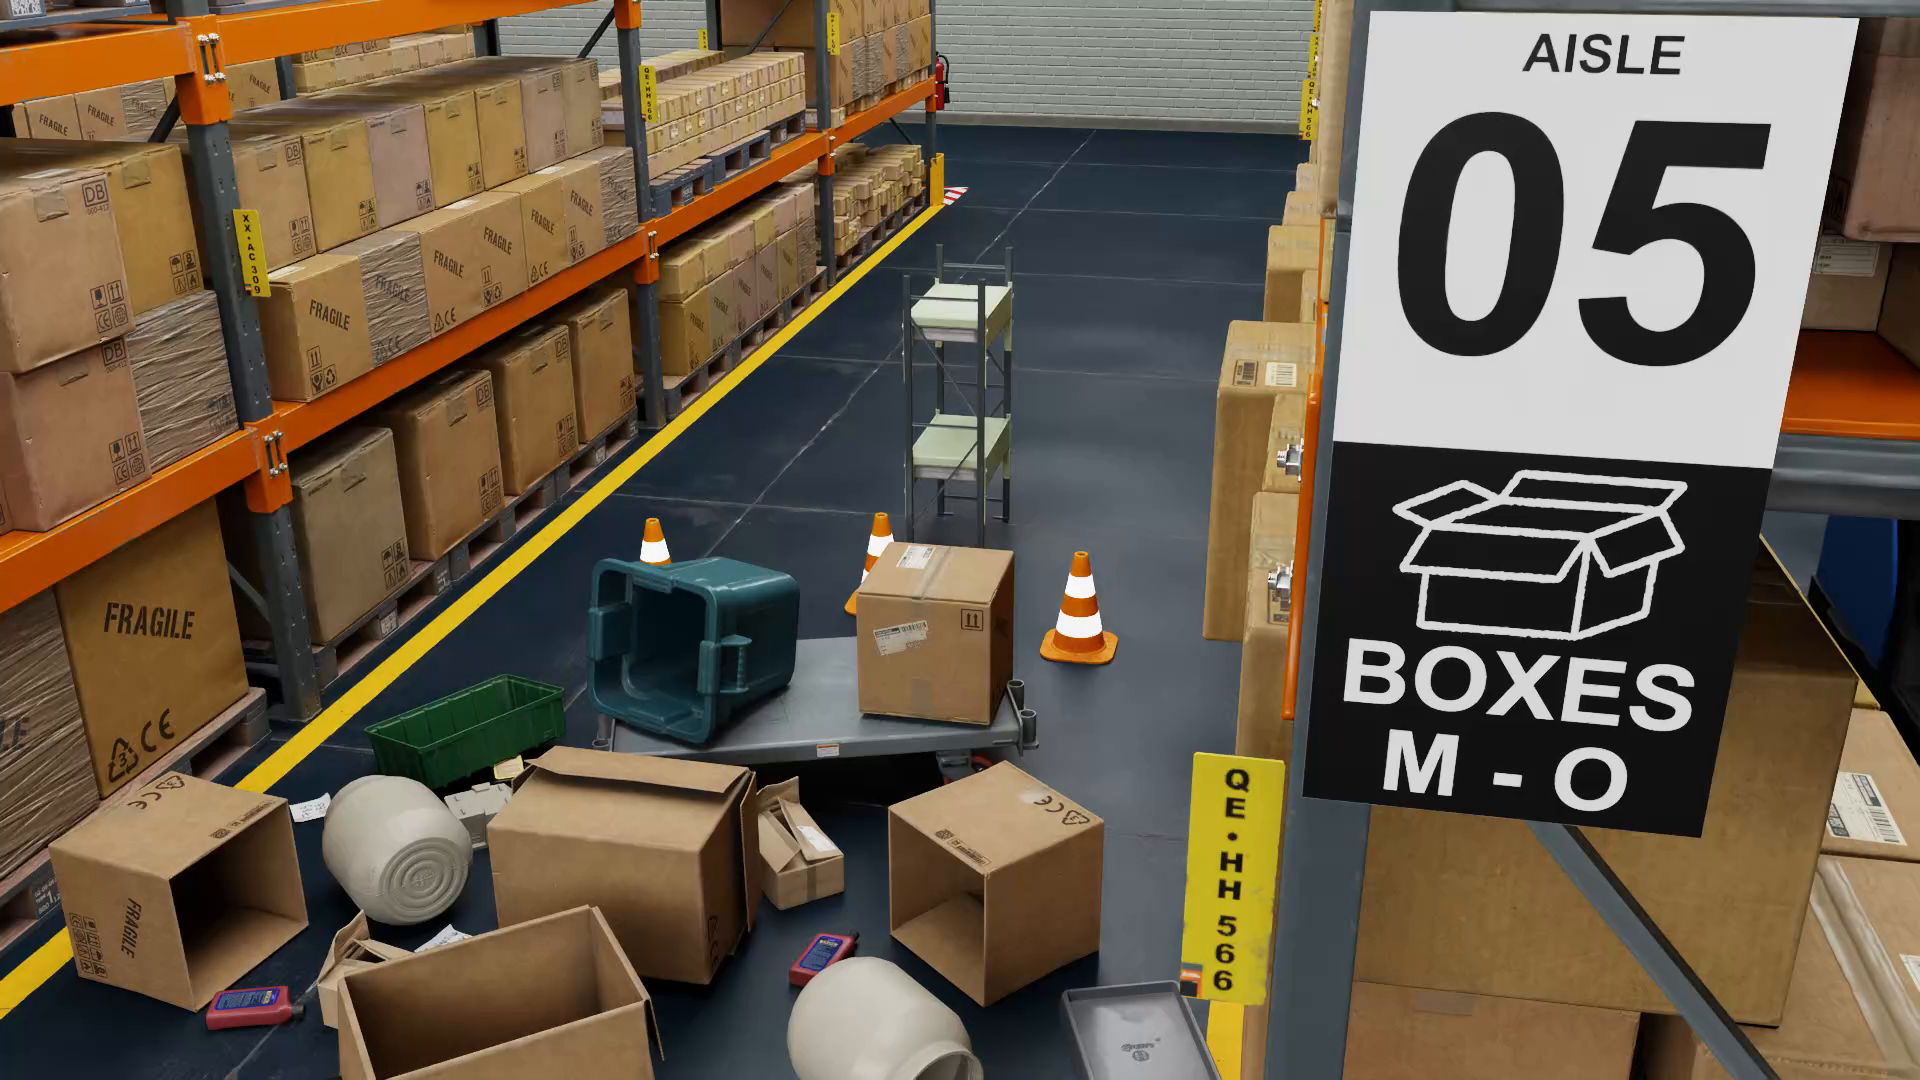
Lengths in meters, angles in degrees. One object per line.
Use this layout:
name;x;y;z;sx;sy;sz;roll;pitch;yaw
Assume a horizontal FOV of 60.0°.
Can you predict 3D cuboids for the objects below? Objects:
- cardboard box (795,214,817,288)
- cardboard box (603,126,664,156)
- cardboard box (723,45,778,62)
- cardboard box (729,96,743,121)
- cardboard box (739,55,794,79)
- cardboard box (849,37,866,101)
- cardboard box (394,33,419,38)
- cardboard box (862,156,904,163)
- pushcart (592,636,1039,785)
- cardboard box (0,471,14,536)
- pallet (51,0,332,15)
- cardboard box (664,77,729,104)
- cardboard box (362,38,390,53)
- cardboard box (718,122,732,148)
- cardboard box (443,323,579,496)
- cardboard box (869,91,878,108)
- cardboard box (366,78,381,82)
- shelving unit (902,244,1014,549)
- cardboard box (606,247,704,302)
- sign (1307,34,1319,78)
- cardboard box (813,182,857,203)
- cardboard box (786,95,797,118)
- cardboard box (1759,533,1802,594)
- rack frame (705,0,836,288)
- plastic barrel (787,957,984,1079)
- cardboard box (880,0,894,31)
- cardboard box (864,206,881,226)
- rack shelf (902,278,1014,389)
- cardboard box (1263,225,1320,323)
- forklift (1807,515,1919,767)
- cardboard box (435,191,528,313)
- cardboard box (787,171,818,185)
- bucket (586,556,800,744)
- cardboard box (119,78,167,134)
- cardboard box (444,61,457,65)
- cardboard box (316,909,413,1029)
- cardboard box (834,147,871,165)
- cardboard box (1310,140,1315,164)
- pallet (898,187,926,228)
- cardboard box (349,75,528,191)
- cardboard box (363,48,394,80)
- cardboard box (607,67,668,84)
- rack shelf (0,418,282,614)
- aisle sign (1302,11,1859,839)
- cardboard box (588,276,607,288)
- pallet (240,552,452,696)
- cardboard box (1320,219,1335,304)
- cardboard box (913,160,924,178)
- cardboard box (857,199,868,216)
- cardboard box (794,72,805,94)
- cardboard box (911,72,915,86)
cardboard box;-1.475;-2.350;13.458;0.500;0.500;0.500;4;22;10
cardboard box;-2.091;-2.520;10.471;0.380;0.149;0.250;5;23;13
cardboard box;-1.748;-3.988;14.208;0.500;0.500;0.500;4;22;11
cardboard box;-1.779;-3.090;11.887;0.380;0.149;0.250;5;23;13
cardboard box;-1.515;-3.699;13.001;0.380;0.149;0.250;4;22;9
cardboard box;-1.129;-4.133;14.568;0.500;0.500;0.500;4;22;11
cardboard box;-6.051;-5.206;17.567;0.500;0.250;0.500;4;22;10
cardboard box;-0.765;-3.722;16.537;0.380;0.149;0.250;4;22;9
pushcart;-0.578;0.722;6.556;1.648;0.377;0.936;-3;22;-8
cardboard box;-3.582;-0.222;5.188;0.875;0.550;0.550;4;22;11
pallet;-3.064;-2.321;6.842;0.805;0.209;1.217;4;22;9
cardboard box;-1.836;-3.131;11.591;0.380;0.149;0.250;5;23;13
cardboard box;-5.848;-4.962;15.958;0.500;0.500;0.500;4;22;9
cardboard box;-1.829;-2.854;11.698;0.380;0.149;0.250;5;22;12
cardboard box;-2.774;-0.758;9.169;1.050;0.750;0.750;5;22;12
cardboard box;-0.971;-4.052;15.237;0.380;0.149;0.250;5;23;13
cardboard box;-5.809;-4.369;16.022;0.380;0.149;0.250;4;22;10
shelving unit;-0.001;-0.693;8.567;0.431;1.500;0.755;4;22;11
cardboard box;-2.009;-1.759;10.986;0.500;0.250;0.500;3;22;8
sign;2.753;-3.745;12.872;0.100;0.325;0.005;4;22;11
cardboard box;-1.149;-3.153;15.125;0.380;0.149;0.250;4;22;10
cardboard box;-1.510;-3.428;13.124;0.380;0.149;0.250;5;22;11
cardboard box;1.517;0.225;3.748;0.500;0.500;0.500;4;22;10
rack frame;-1.570;-3.605;13.790;1.000;3.000;0.127;4;22;11
plastic barrel;-0.213;1.448;4.691;0.421;0.421;0.512;-16;27;-35
cardboard box;-0.909;-4.960;15.283;0.500;0.500;0.500;4;22;9
cardboard box;-0.956;-3.064;15.700;0.380;0.149;0.250;4;22;9
rack shelf;-0.001;-1.055;8.422;0.431;0.370;0.720;4;22;11
cardboard box;1.107;-0.476;4.150;0.700;0.500;0.500;4;22;10
forklift;4.117;-0.345;5.788;1.130;2.935;3.031;5;22;11
cardboard box;-2.521;-1.450;8.306;0.500;0.500;0.500;5;22;12
cardboard box;-1.558;-3.386;15.703;0.380;0.149;0.250;4;22;9
bucket;-0.973;0.360;6.293;0.726;0.611;0.620;13;15;29
cardboard box;-6.548;-3.320;12.947;0.500;0.500;0.500;5;22;11
cardboard box;-5.495;-4.933;17.422;0.380;0.149;0.250;5;22;12
cardboard box;-1.750;1.358;5.126;0.396;0.266;0.258;8;23;20
cardboard box;-1.132;-3.941;17.080;0.380;0.149;0.250;5;22;12
cardboard box;2.516;-2.537;10.670;0.500;0.250;0.500;4;22;10
pallet;-0.970;-3.452;17.143;1.003;0.211;1.213;4;22;11
cardboard box;-2.692;-2.116;8.620;0.700;0.500;0.500;4;22;10
cardboard box;-5.846;-4.612;16.092;0.500;0.250;0.500;5;22;12
cardboard box;-2.364;-3.377;12.202;0.380;0.149;0.250;5;23;13
rack shelf;-3.611;0.386;4.843;1.077;0.370;4.000;4;22;11
aisle sign;0.551;-0.081;1.560;0.394;0.787;0.004;4;22;11
cardboard box;-2.504;-1.795;11.076;0.500;0.250;0.500;4;22;10
pallet;-3.119;0.326;7.761;1.003;0.211;1.213;4;22;11
cardboard box;0.665;-0.396;2.143;0.380;0.149;0.250;5;22;11
cardboard box;-0.582;-3.864;17.287;0.380;0.149;0.250;4;22;9
cardboard box;-1.068;-3.112;15.422;0.380;0.149;0.250;6;23;13
cardboard box;-1.458;-3.661;13.304;0.380;0.149;0.250;5;23;13
cardboard box;-0.668;-4.630;16.670;0.380;0.149;0.250;4;22;10
